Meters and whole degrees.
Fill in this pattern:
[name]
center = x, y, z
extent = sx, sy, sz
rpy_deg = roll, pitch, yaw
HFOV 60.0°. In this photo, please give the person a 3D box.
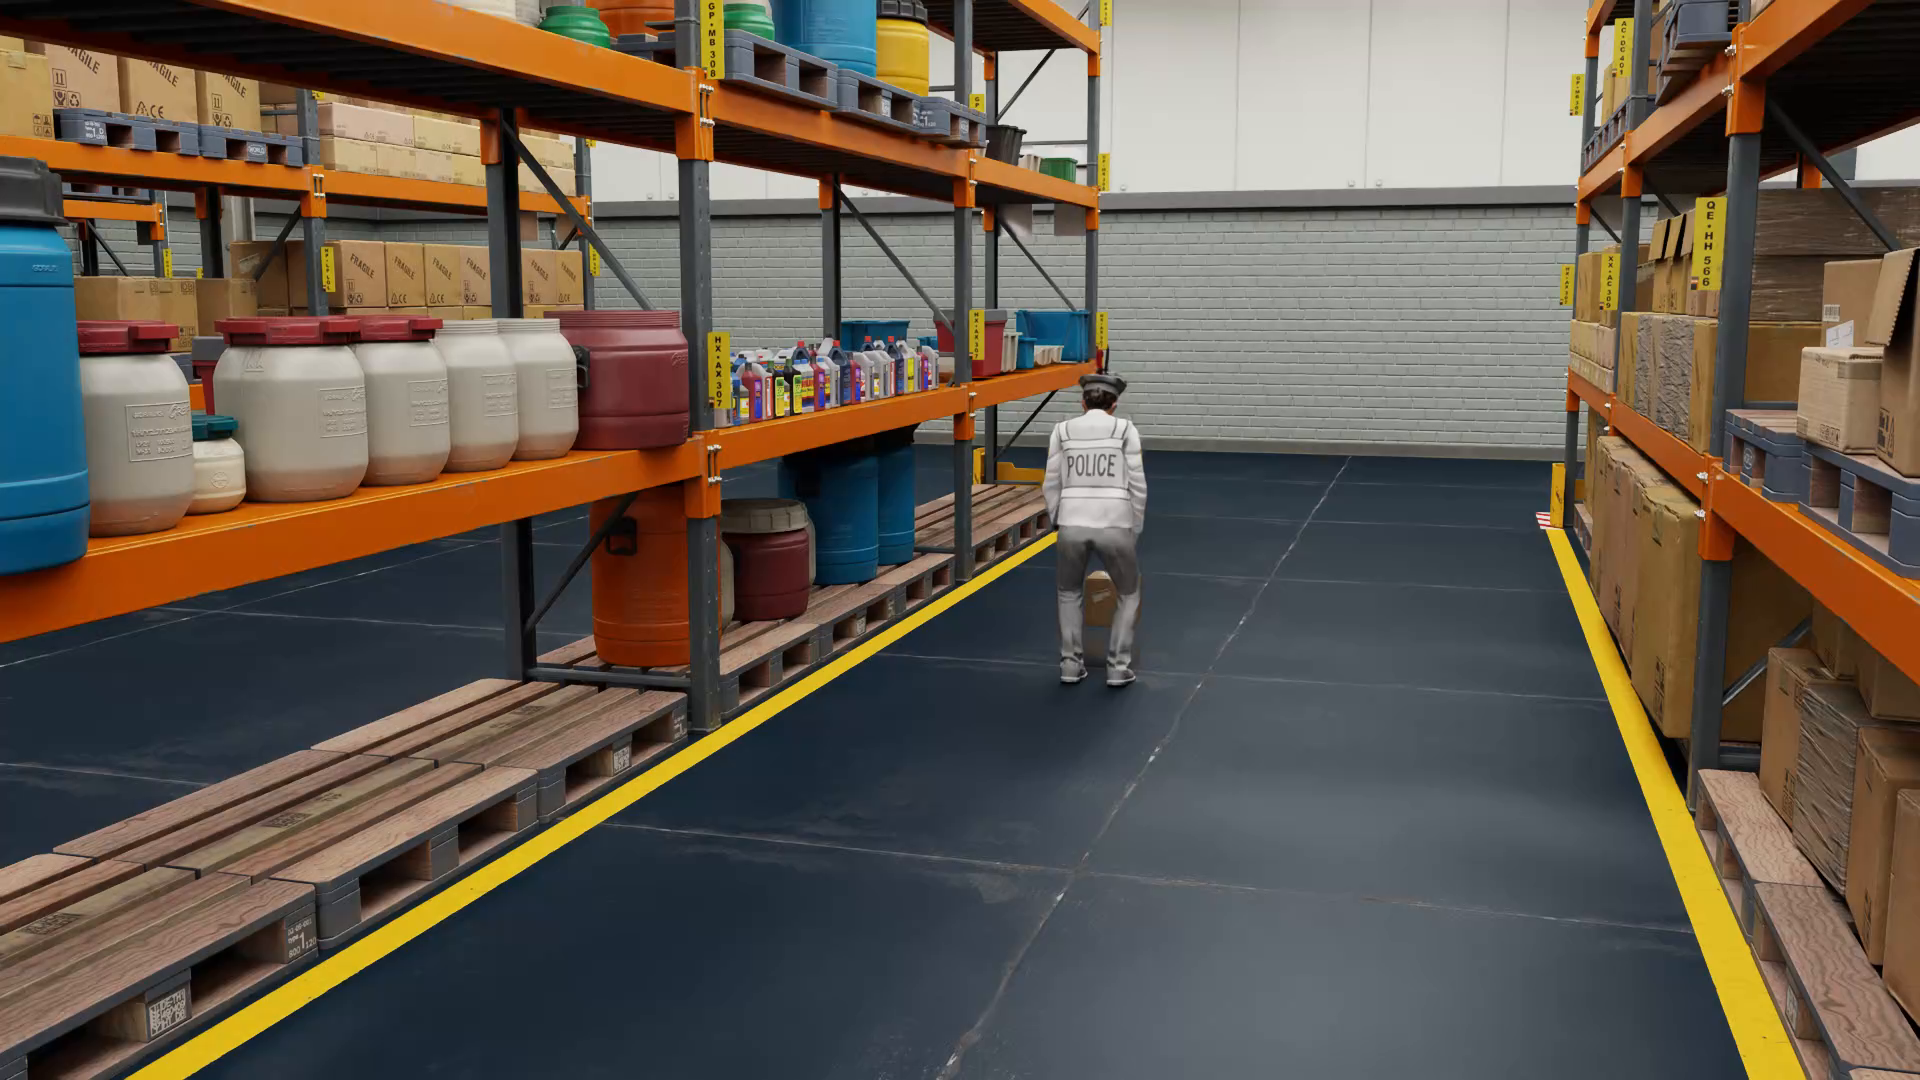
[person]
center = 0.658, -0.052, 8.219
extent = 0.526, 1.522, 0.591
rpy_deg = 3, 9, 17
